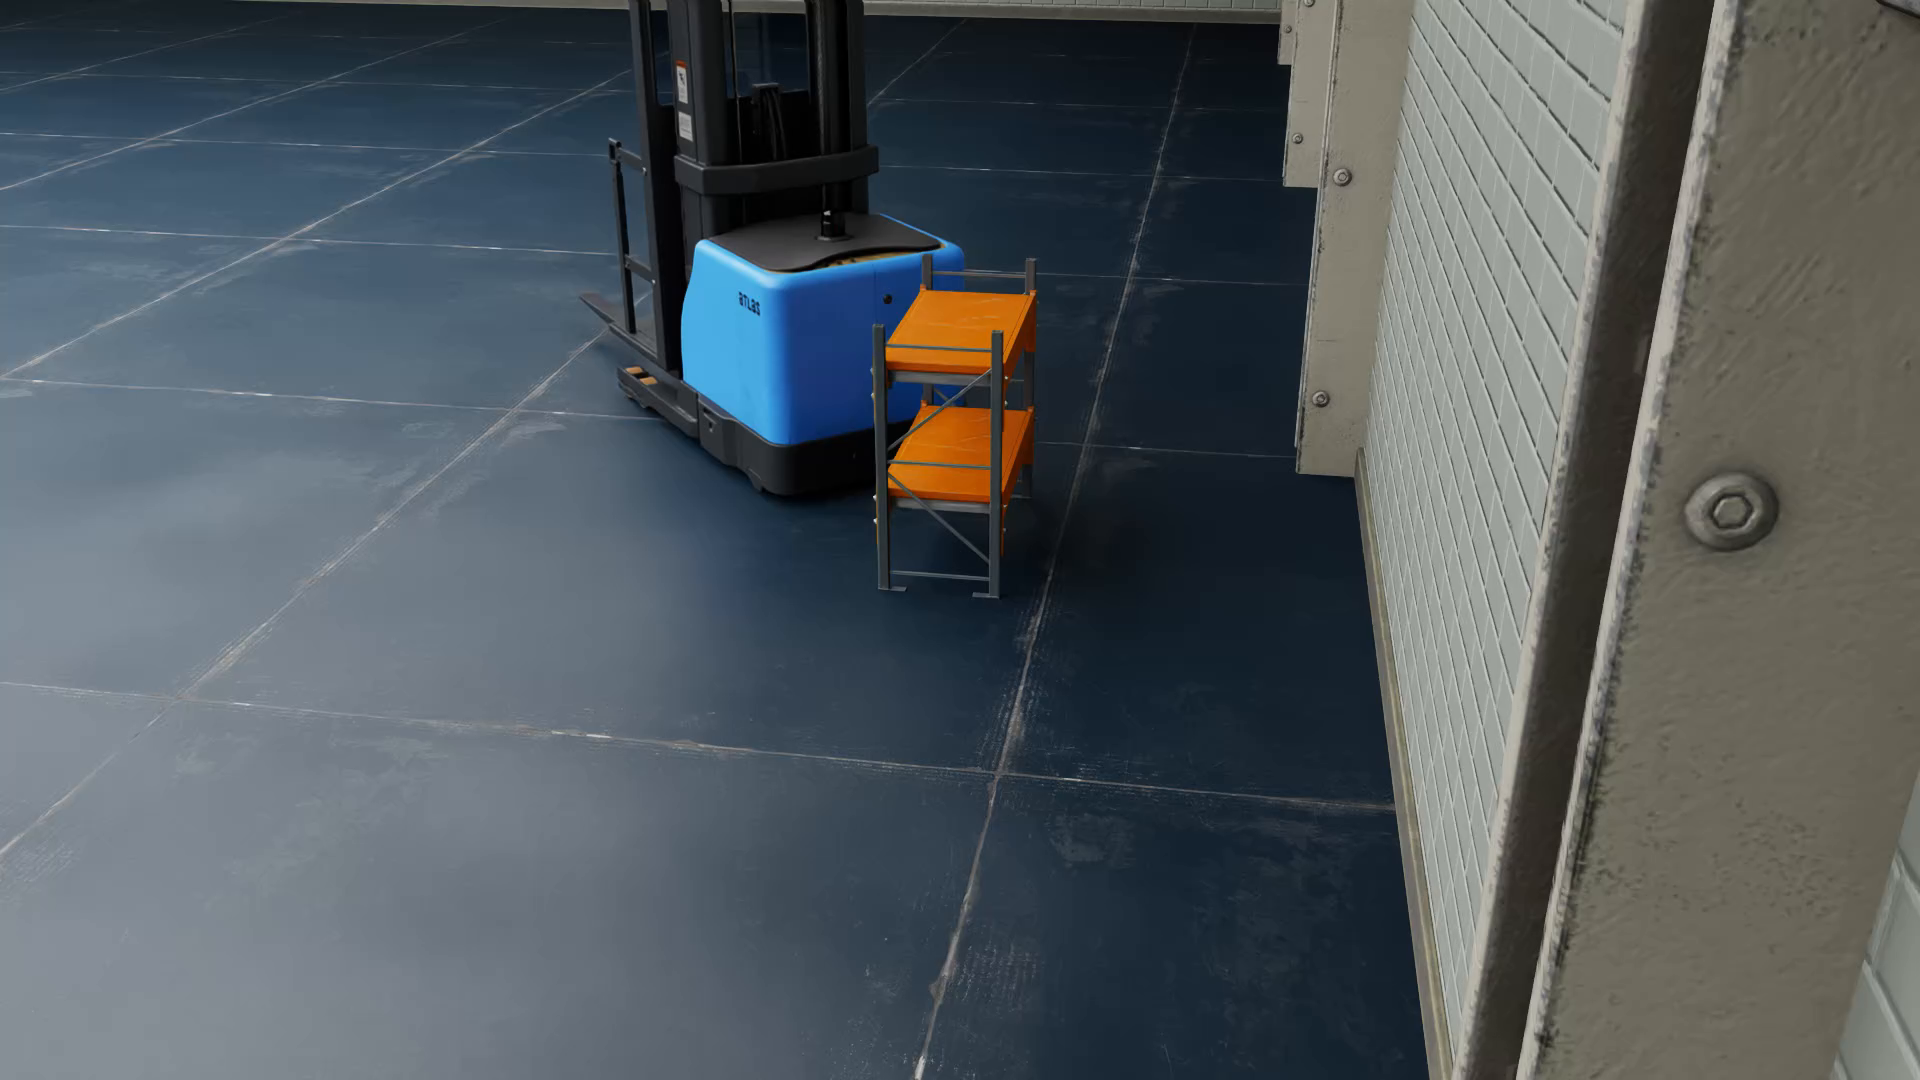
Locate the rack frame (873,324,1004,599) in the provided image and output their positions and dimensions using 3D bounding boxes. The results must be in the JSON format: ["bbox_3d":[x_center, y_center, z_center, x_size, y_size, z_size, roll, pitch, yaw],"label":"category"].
[{"bbox_3d":[-0.084,-0.294,6.551,0.500,1.125,0.032,4,25,9],"label":"rack frame"}]

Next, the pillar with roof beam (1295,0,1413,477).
[{"bbox_3d":[-2.460,-4.764,6.814,9.100,9.000,0.400,4,25,9],"label":"pillar with roof beam"}]

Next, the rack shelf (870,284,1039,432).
[{"bbox_3d":[-0.001,-0.772,6.881,0.538,0.278,1.000,4,25,9],"label":"rack shelf"}]

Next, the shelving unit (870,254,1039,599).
[{"bbox_3d":[-0.001,-0.507,7.005,0.538,1.125,1.048,4,25,9],"label":"shelving unit"}]

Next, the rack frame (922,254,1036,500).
[{"bbox_3d":[0.082,-0.719,7.460,0.500,1.125,0.032,4,25,9],"label":"rack frame"}]

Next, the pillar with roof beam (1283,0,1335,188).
[{"bbox_3d":[-1.479,-7.274,12.175,9.100,9.000,0.400,4,25,9],"label":"pillar with roof beam"}]

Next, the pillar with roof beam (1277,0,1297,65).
[{"bbox_3d":[-0.499,-9.783,17.536,9.100,9.000,0.400,4,25,9],"label":"pillar with roof beam"}]

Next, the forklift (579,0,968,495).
[{"bbox_3d":[-1.167,-2.109,8.298,1.130,2.935,3.031,-15,29,-29],"label":"forklift"}]

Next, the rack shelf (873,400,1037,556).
[{"bbox_3d":[-0.001,-0.285,7.109,0.538,0.278,1.000,4,25,9],"label":"rack shelf"}]
